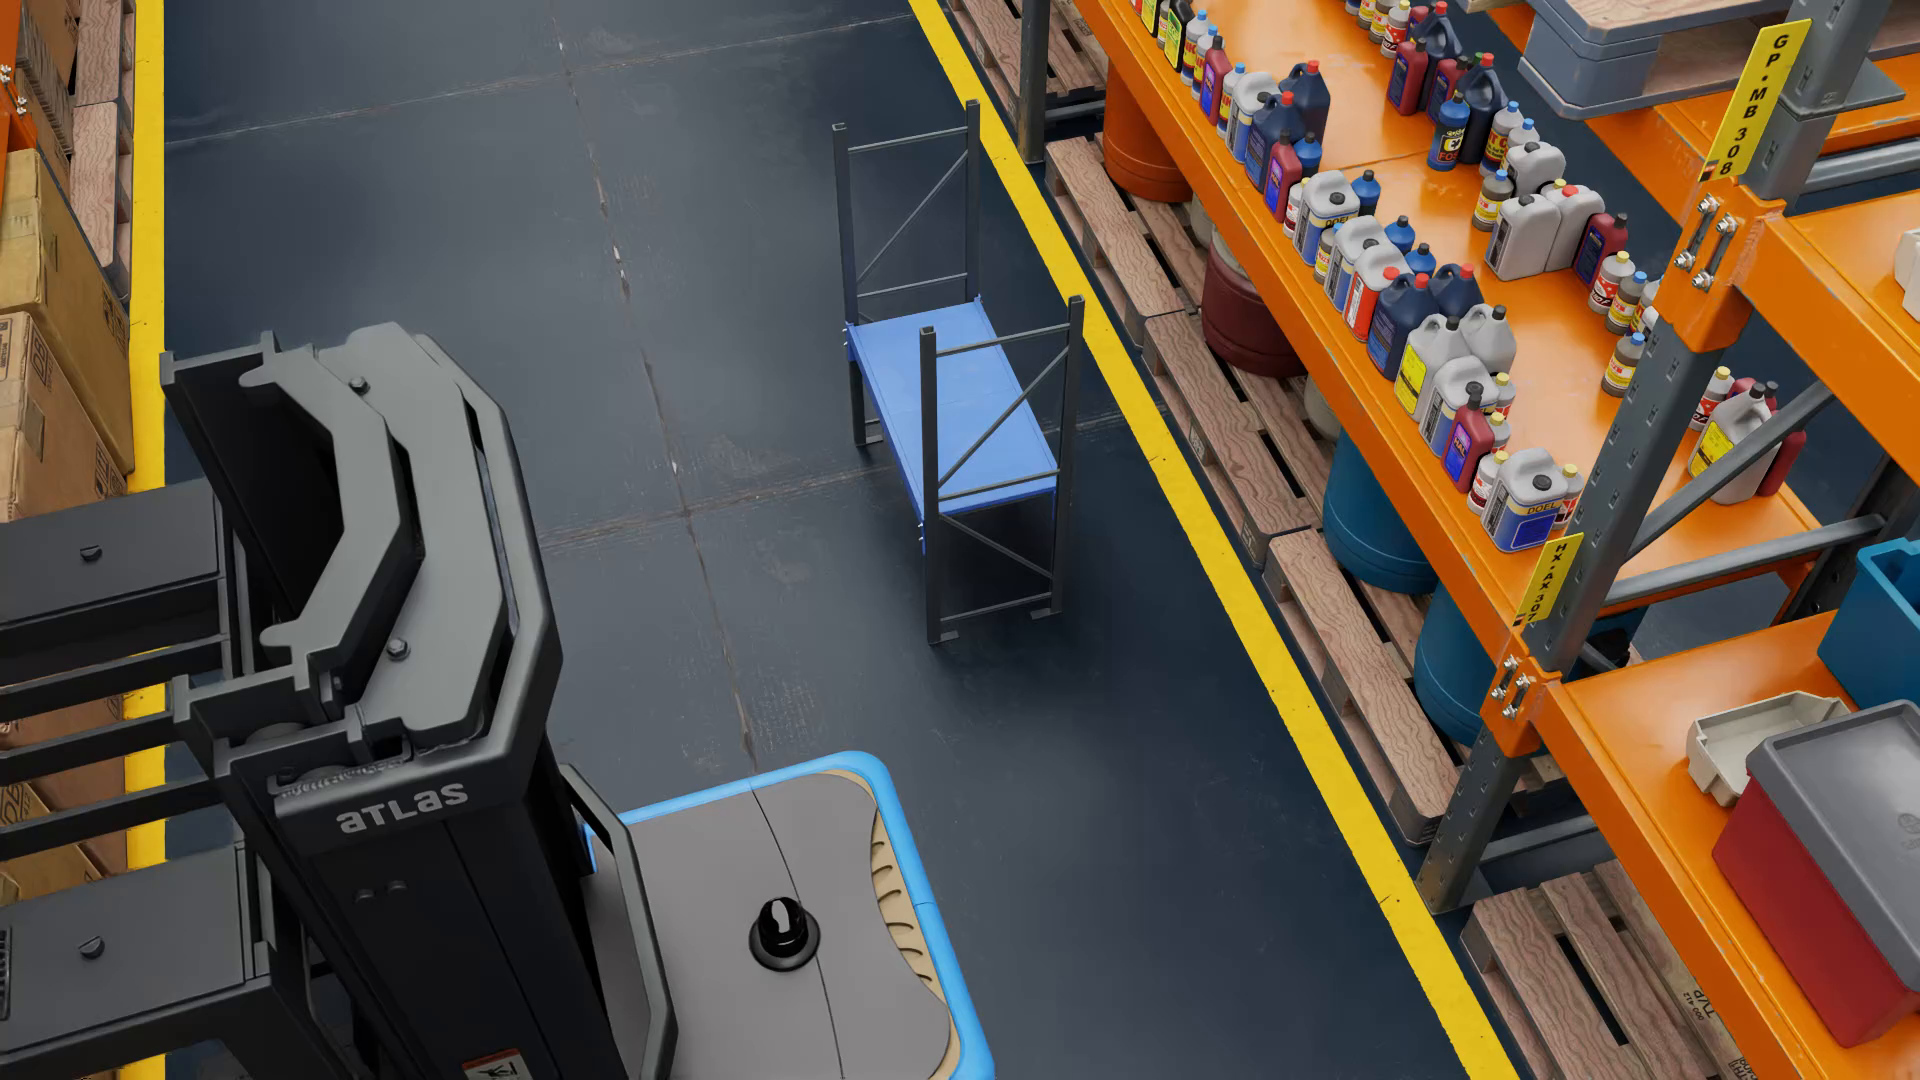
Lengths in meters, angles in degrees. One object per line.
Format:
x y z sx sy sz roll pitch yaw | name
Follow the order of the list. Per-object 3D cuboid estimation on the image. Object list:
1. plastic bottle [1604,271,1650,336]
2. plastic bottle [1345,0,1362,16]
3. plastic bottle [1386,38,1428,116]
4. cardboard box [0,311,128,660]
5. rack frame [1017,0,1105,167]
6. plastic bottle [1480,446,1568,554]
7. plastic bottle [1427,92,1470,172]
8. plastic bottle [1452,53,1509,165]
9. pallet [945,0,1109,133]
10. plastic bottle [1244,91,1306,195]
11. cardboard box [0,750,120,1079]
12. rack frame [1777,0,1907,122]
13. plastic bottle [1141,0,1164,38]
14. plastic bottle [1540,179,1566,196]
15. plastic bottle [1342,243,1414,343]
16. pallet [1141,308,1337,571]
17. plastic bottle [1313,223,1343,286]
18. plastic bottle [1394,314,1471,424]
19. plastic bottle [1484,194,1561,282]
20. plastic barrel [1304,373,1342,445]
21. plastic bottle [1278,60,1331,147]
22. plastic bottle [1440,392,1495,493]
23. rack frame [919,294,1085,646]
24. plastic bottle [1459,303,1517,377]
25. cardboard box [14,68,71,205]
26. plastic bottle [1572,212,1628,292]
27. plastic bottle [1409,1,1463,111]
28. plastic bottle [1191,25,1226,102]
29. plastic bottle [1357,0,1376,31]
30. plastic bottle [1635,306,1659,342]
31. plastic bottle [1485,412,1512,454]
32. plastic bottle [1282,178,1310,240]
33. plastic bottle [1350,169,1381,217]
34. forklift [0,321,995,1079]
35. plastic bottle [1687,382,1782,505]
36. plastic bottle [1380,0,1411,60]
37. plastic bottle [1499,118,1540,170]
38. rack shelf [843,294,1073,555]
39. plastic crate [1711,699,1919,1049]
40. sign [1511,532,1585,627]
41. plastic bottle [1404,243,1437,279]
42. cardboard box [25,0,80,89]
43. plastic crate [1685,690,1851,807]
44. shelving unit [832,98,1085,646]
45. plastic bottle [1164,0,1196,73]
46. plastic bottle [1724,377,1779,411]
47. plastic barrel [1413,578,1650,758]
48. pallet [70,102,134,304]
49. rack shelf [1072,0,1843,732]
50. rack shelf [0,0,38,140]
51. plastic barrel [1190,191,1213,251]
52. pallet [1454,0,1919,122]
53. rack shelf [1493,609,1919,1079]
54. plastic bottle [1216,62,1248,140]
2.028 -0.724 5.028 0.097 0.201 0.097 0 50 0 | plastic bottle
1.490 -2.074 6.121 0.097 0.271 0.097 0 50 0 | plastic bottle
1.545 -1.617 5.728 0.061 0.283 0.133 -13 51 -11 | plastic bottle
-3.528 -0.025 5.424 1.225 0.875 0.875 -13 51 -11 | cardboard box
0.763 -2.856 6.696 1.000 3.000 0.127 -13 51 -11 | rack frame
1.521 -0.109 4.461 0.152 0.276 0.135 -13 51 -11 | plastic bottle
1.627 -1.363 5.522 0.097 0.271 0.097 0 50 0 | plastic bottle
1.730 -1.448 5.541 0.144 0.351 0.185 -13 51 -11 | plastic bottle
0.571 -2.532 8.246 1.003 0.211 1.213 -13 51 -11 | pallet
1.036 -1.320 5.434 0.144 0.351 0.185 -13 51 -11 | plastic bottle
-2.994 1.272 4.331 1.225 0.875 0.875 -13 51 -11 | cardboard box
1.946 -1.868 1.939 1.000 3.000 0.127 -13 51 -11 | rack frame
0.715 -1.983 6.036 0.061 0.283 0.133 -13 51 -11 | plastic bottle
1.891 -1.062 5.313 0.097 0.201 0.097 0 50 0 | plastic bottle
1.264 -0.744 4.997 0.152 0.276 0.135 -13 51 -11 | plastic bottle
1.393 -0.501 6.535 1.003 0.211 1.213 -13 51 -11 | pallet
1.163 -0.897 5.174 0.097 0.201 0.097 0 50 0 | plastic bottle
1.362 -0.516 4.755 0.144 0.351 0.185 -13 51 -11 | plastic bottle
1.754 -0.961 5.179 0.152 0.276 0.135 -13 51 -11 | plastic bottle
1.510 -0.619 6.162 0.421 0.512 0.421 0 50 0 | plastic barrel
1.141 -1.453 5.545 0.144 0.351 0.185 -13 51 -11 | plastic bottle
1.409 -0.270 4.592 0.061 0.283 0.133 -13 51 -11 | plastic bottle
0.125 -0.174 5.416 0.500 1.500 0.032 -13 51 -11 | rack frame
1.499 -0.549 4.783 0.144 0.351 0.185 -13 51 -11 | plastic bottle
-4.185 -1.557 6.948 0.700 0.500 0.500 -16 52 -13 | cardboard box
1.983 -0.910 5.131 0.061 0.283 0.133 -13 51 -11 | plastic bottle
1.636 -1.681 5.737 0.144 0.351 0.185 -13 51 -11 | plastic bottle
0.864 -1.659 5.771 0.097 0.271 0.097 0 50 0 | plastic bottle
1.519 -1.980 6.088 0.097 0.201 0.097 0 50 0 | plastic bottle
2.065 -0.586 4.863 0.152 0.276 0.135 -13 51 -11 | plastic bottle
1.479 -0.275 4.650 0.097 0.201 0.097 0 50 0 | plastic bottle
1.095 -1.067 5.317 0.097 0.201 0.097 0 50 0 | plastic bottle
1.269 -1.052 5.259 0.097 0.271 0.097 0 50 0 | plastic bottle
-1.479 0.998 3.491 3.031 2.935 1.130 -14 51 -12 | forklift
2.140 -0.278 4.555 0.144 0.351 0.185 -13 51 -11 | plastic bottle
1.577 -1.838 5.968 0.097 0.201 0.097 0 50 0 | plastic bottle
1.823 -1.254 5.429 0.097 0.271 0.097 0 50 0 | plastic bottle
-0.025 -0.430 5.867 0.538 0.185 1.000 -13 51 -11 | rack shelf
1.971 0.734 3.588 0.402 0.464 0.583 -13 51 -11 | plastic crate
1.420 0.099 4.023 0.100 0.325 0.005 -13 51 -11 | sign
1.377 -0.785 5.034 0.097 0.271 0.097 0 50 0 | plastic bottle
-4.536 -2.372 7.635 0.700 0.500 0.500 -9 51 -8 | cardboard box
1.947 0.503 3.997 0.396 0.136 0.243 -13 51 -11 | plastic crate
-0.025 -0.546 5.729 0.538 1.500 1.048 -13 51 -11 | shelving unit
0.783 -1.815 5.894 0.061 0.283 0.133 -13 51 -11 | plastic bottle
2.206 -0.359 4.667 0.061 0.283 0.133 -13 51 -11 | plastic bottle
1.801 0.205 5.213 0.600 0.901 0.708 -13 51 -11 | plastic barrel
-4.198 -1.408 7.299 1.003 0.211 1.213 -13 51 -11 | pallet
1.355 -1.163 5.739 1.077 0.370 4.000 -13 51 -11 | rack shelf
-4.560 -2.965 7.258 1.077 0.370 4.000 -13 51 -11 | rack shelf
1.177 -1.444 6.858 0.421 0.512 0.421 0 50 0 | plastic barrel
1.621 -1.391 3.622 1.213 0.211 1.003 -13 51 -11 | pallet
2.538 1.758 3.276 1.077 0.370 4.000 -13 51 -11 | rack shelf
0.932 -1.491 5.629 0.097 0.271 0.097 0 50 0 | plastic bottle
